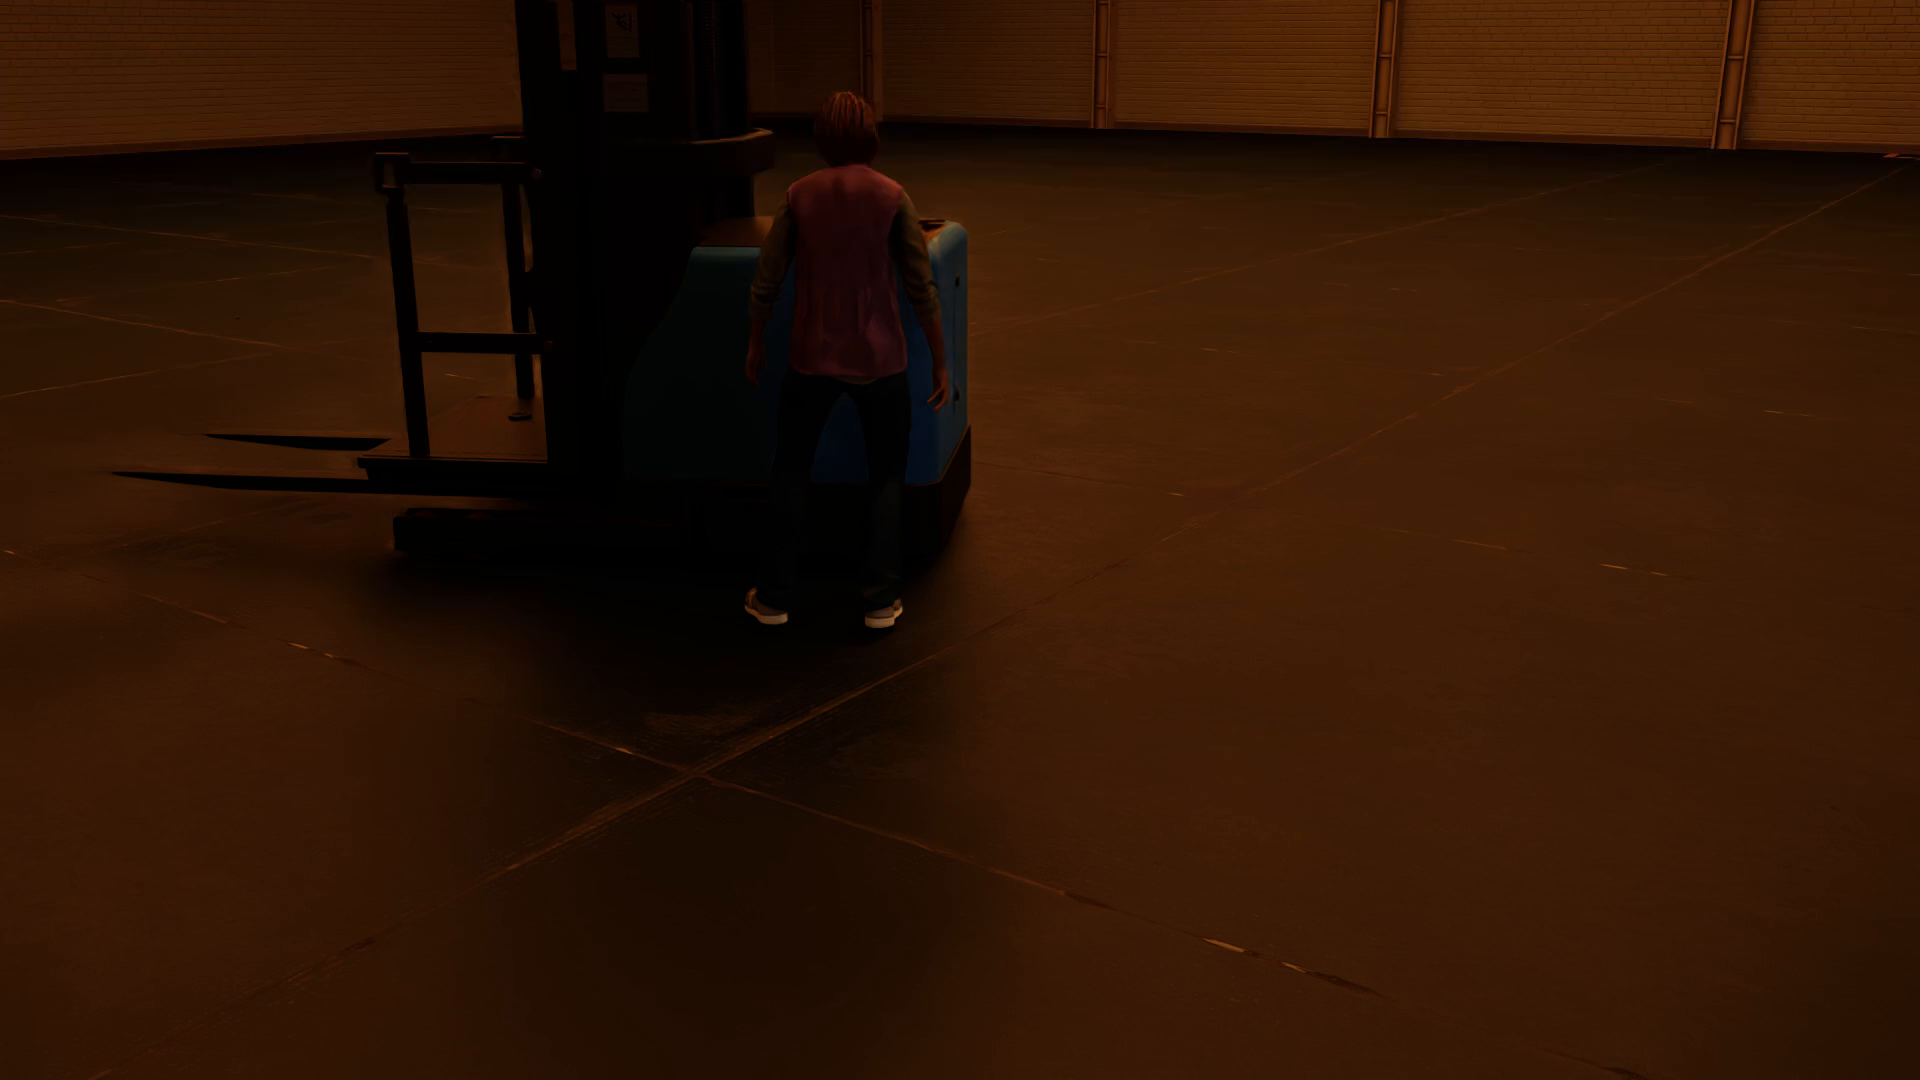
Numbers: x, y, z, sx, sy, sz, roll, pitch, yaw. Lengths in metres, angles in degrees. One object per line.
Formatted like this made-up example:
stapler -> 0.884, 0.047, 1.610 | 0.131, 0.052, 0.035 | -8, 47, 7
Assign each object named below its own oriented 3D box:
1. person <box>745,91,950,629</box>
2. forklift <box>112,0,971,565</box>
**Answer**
person -> -0.354, -0.510, 4.917 | 0.654, 1.572, 0.324 | 1, 17, 5
forklift -> -1.514, -1.479, 5.777 | 3.031, 2.935, 1.130 | 2, 17, 6
